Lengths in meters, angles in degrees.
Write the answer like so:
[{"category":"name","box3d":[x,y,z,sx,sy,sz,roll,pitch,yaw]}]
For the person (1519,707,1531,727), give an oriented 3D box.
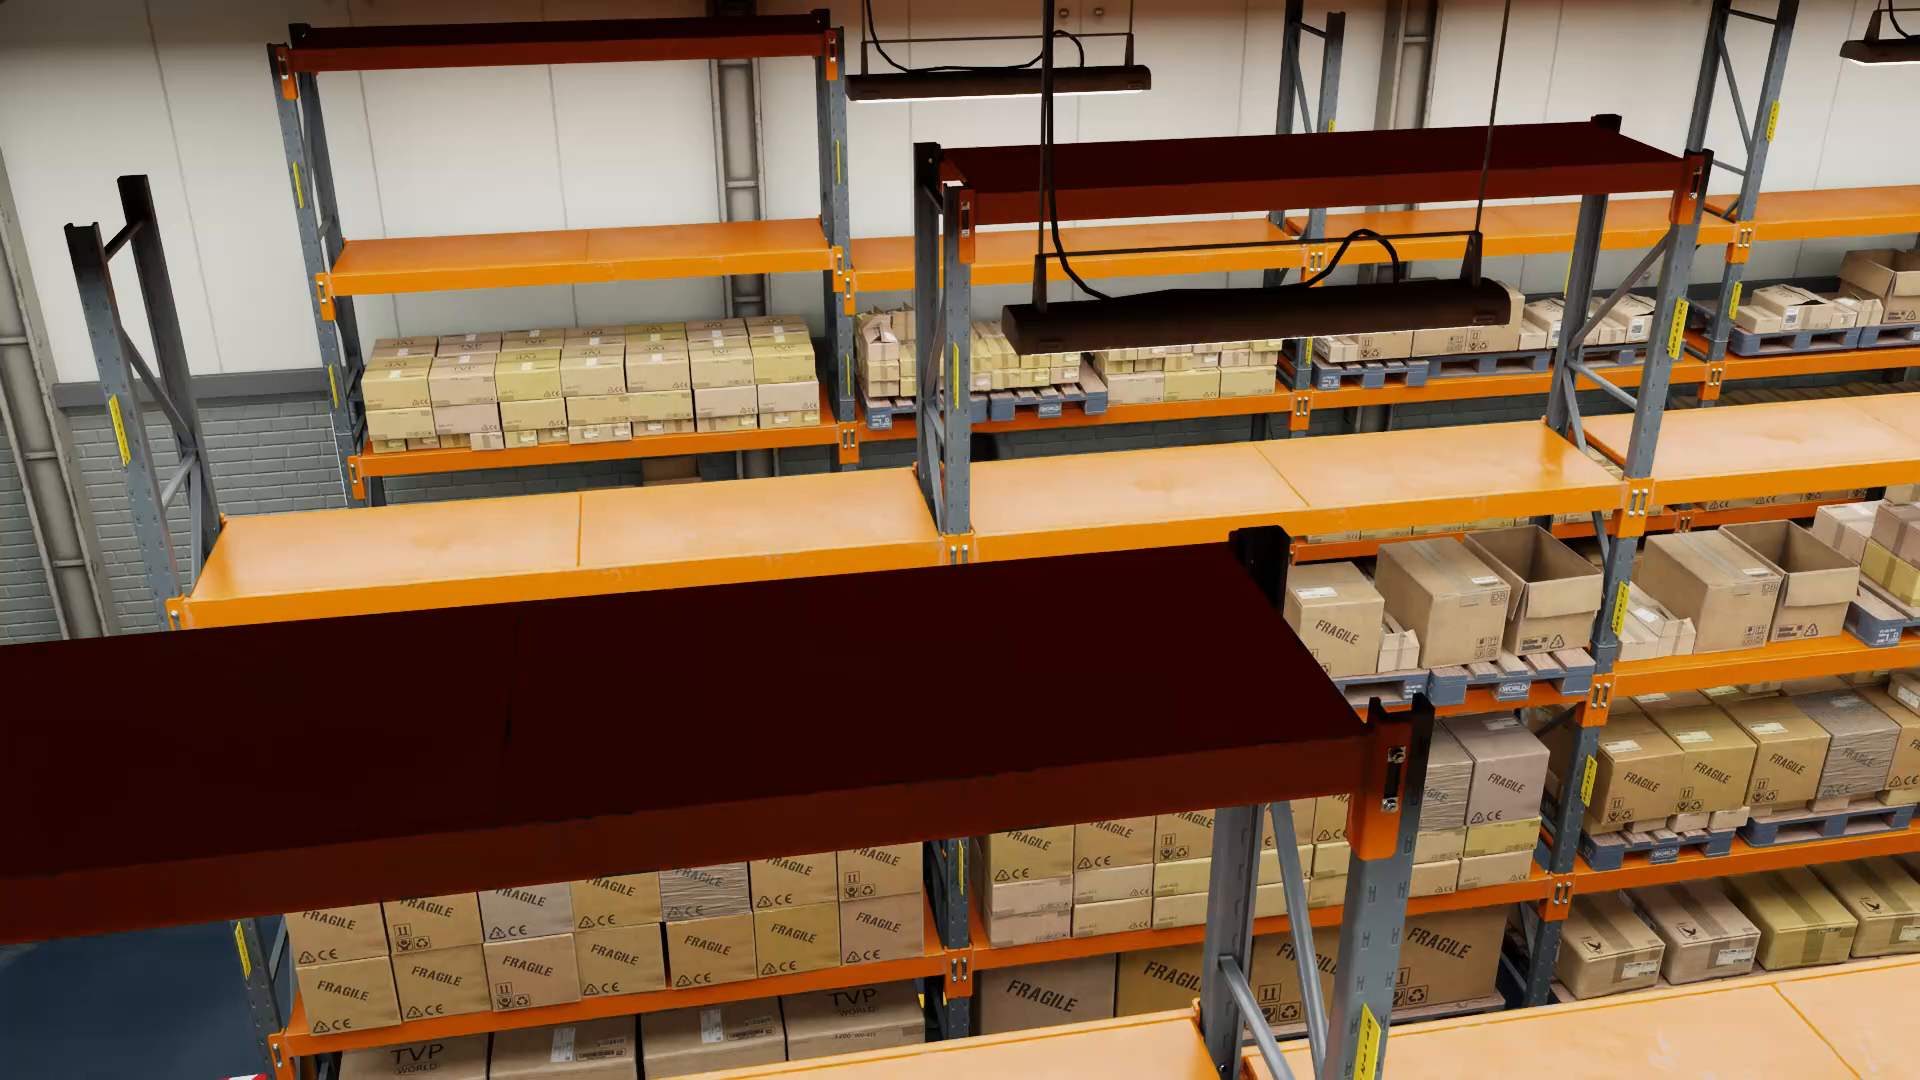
[{"category":"person","box3d":[4.762,1.331,13.502,0.926,1.750,0.678,-7,27,-13]}]
